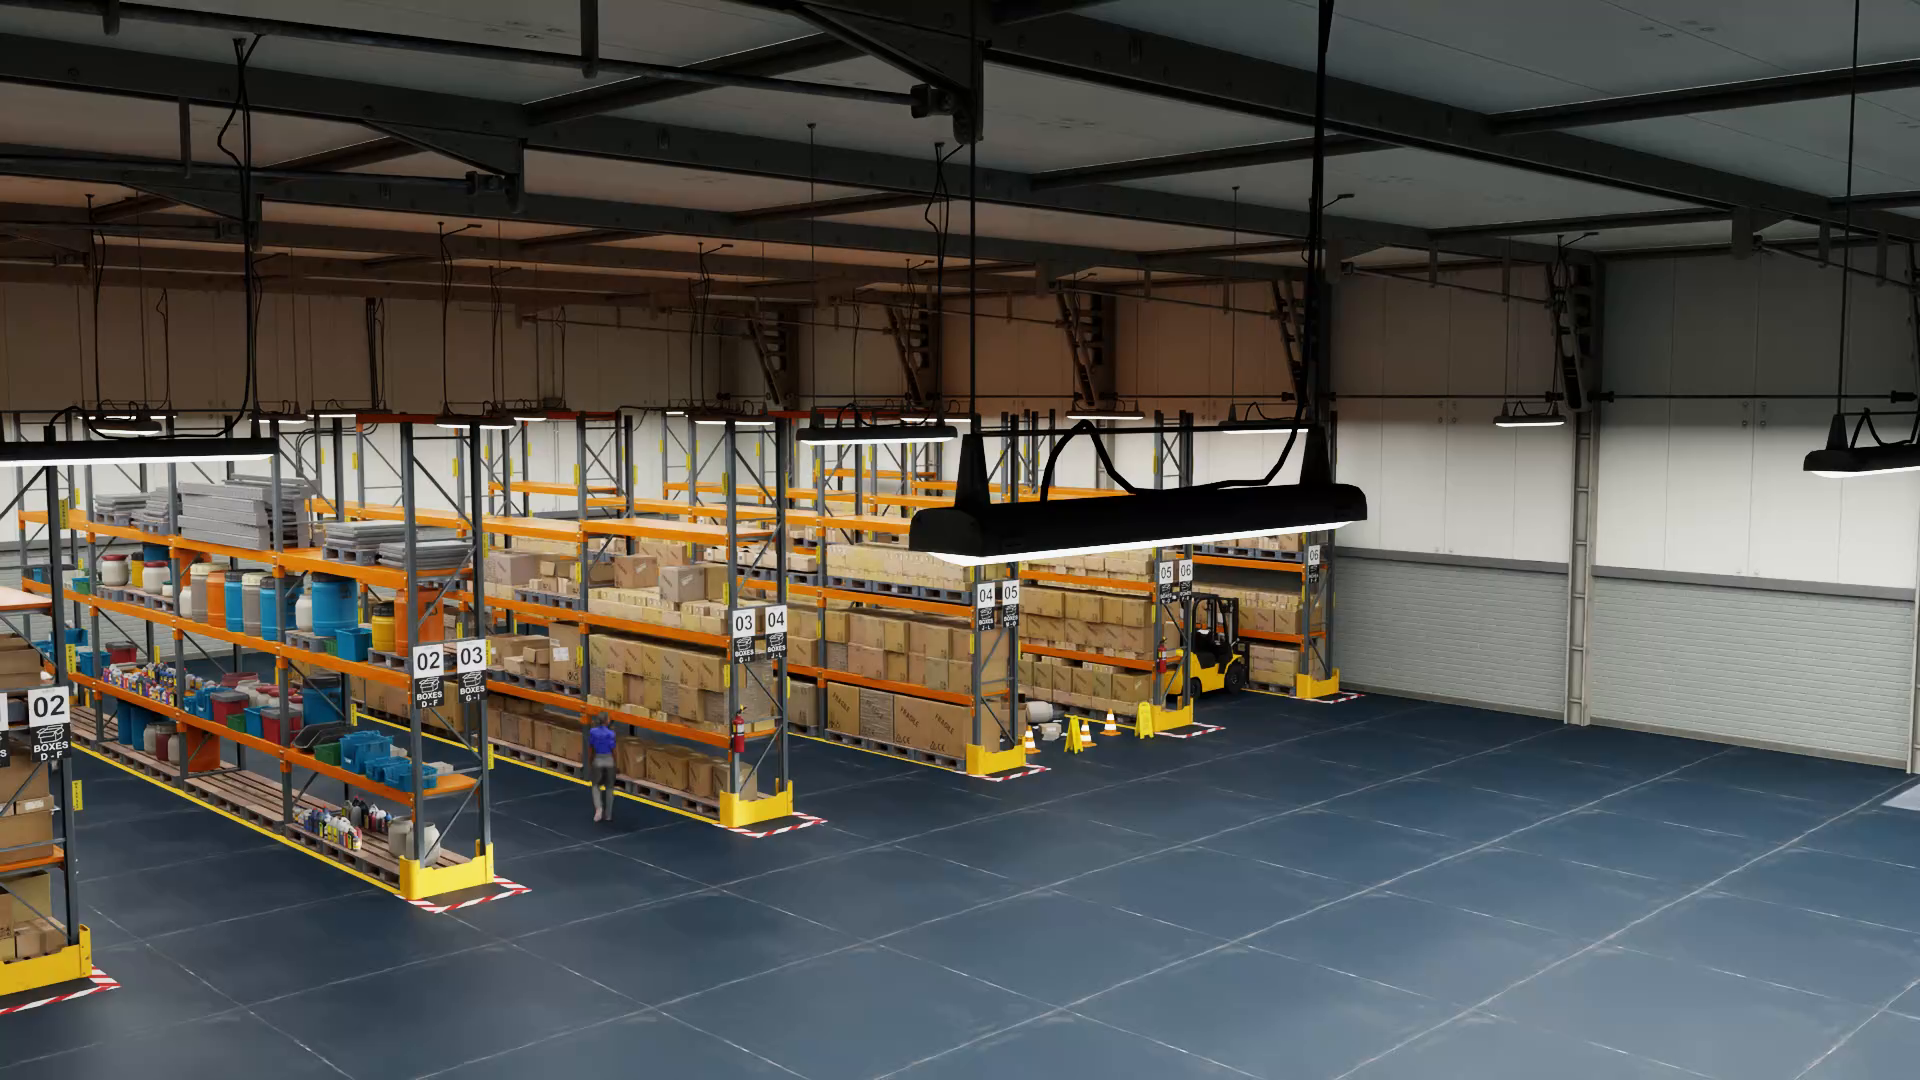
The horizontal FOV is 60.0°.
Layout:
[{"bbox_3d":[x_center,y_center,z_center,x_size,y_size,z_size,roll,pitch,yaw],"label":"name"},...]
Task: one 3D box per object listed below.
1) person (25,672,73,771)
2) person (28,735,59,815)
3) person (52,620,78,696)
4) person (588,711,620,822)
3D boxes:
[{"bbox_3d":[-15.141,3.039,27.590,0.742,1.729,0.988,-2,6,-26],"label":"person"},{"bbox_3d":[-13.907,3.351,25.237,0.395,1.609,0.459,0,5,-3],"label":"person"},{"bbox_3d":[-18.737,2.490,34.884,0.933,1.615,0.497,3,6,29],"label":"person"},{"bbox_3d":[-5.286,3.351,24.678,0.452,1.650,0.466,-1,5,-10],"label":"person"}]
